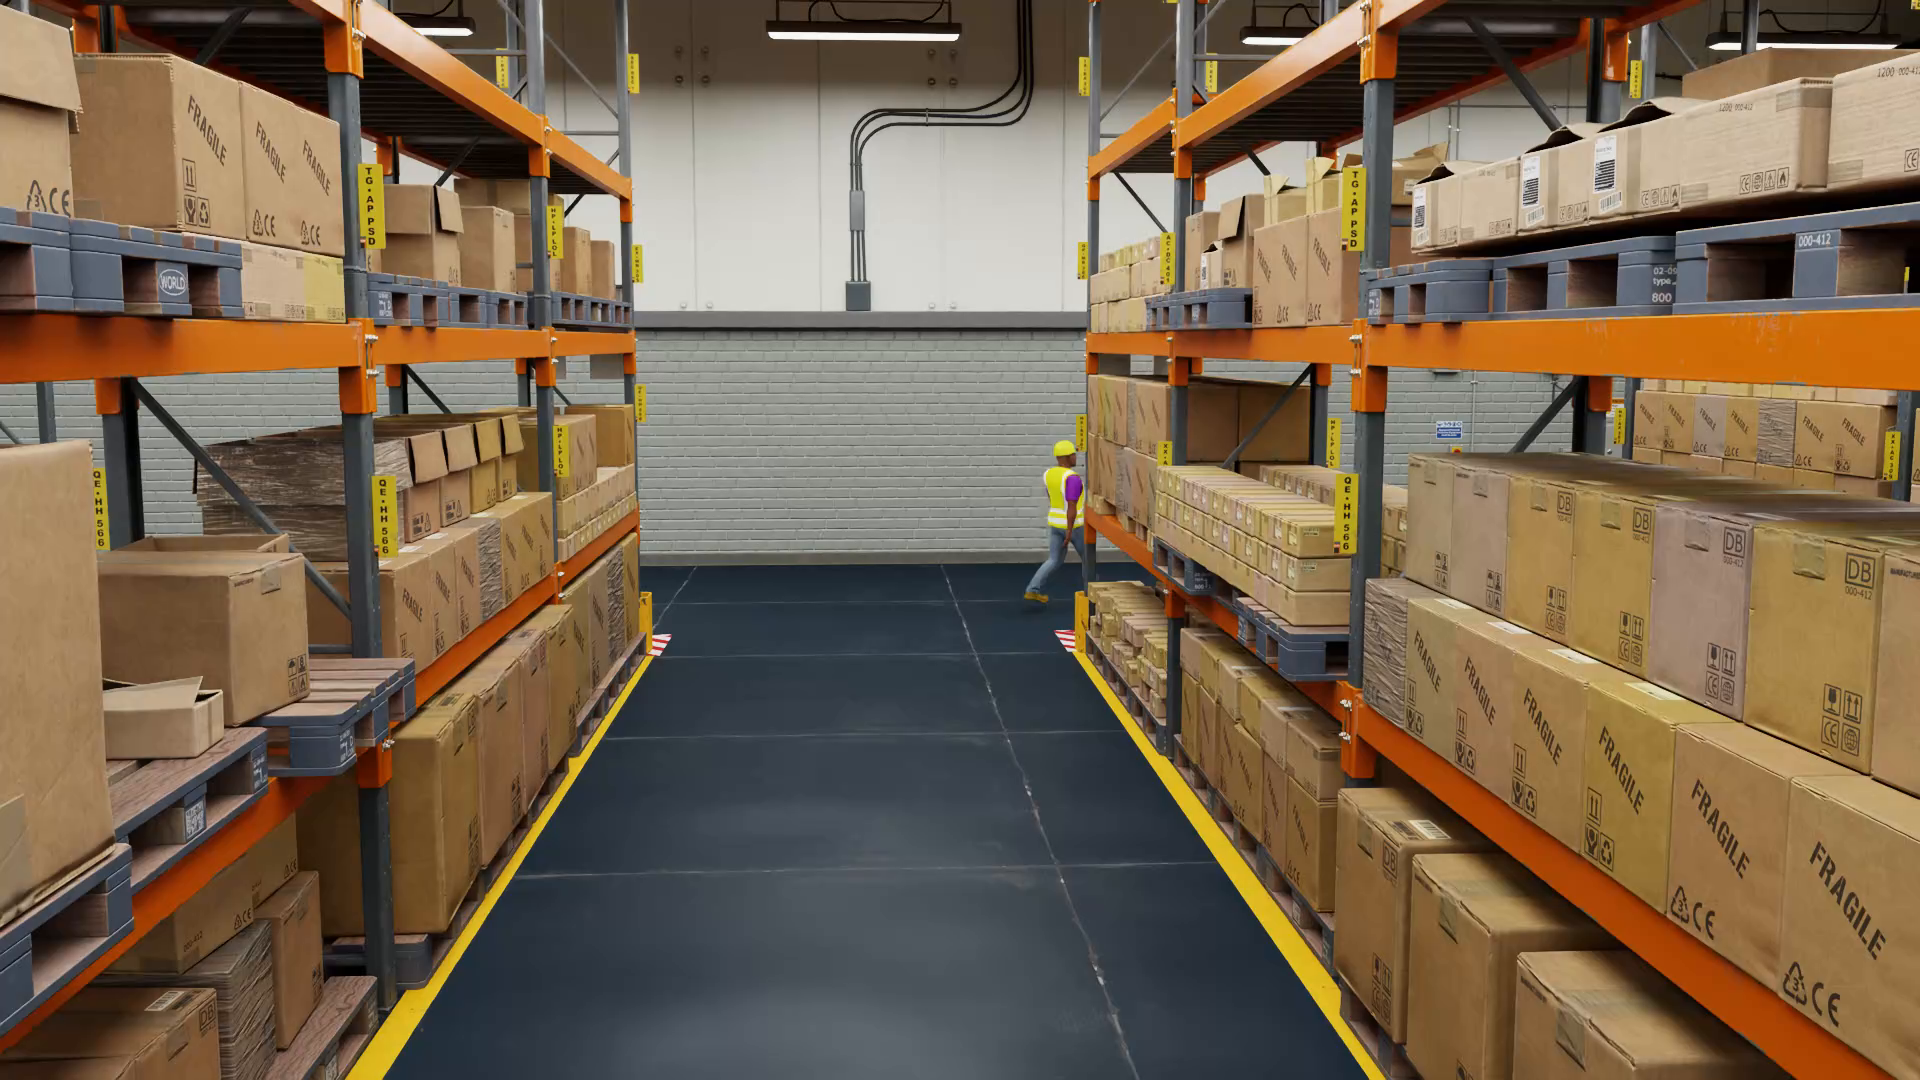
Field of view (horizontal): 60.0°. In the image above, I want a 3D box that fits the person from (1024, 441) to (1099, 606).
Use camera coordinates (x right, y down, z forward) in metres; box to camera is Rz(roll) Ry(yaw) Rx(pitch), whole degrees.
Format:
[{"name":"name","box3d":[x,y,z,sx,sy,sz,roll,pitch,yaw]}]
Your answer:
[{"name":"person","box3d":[1.137,-0.161,17.063,1.012,1.724,0.581,-5,8,-37]}]
